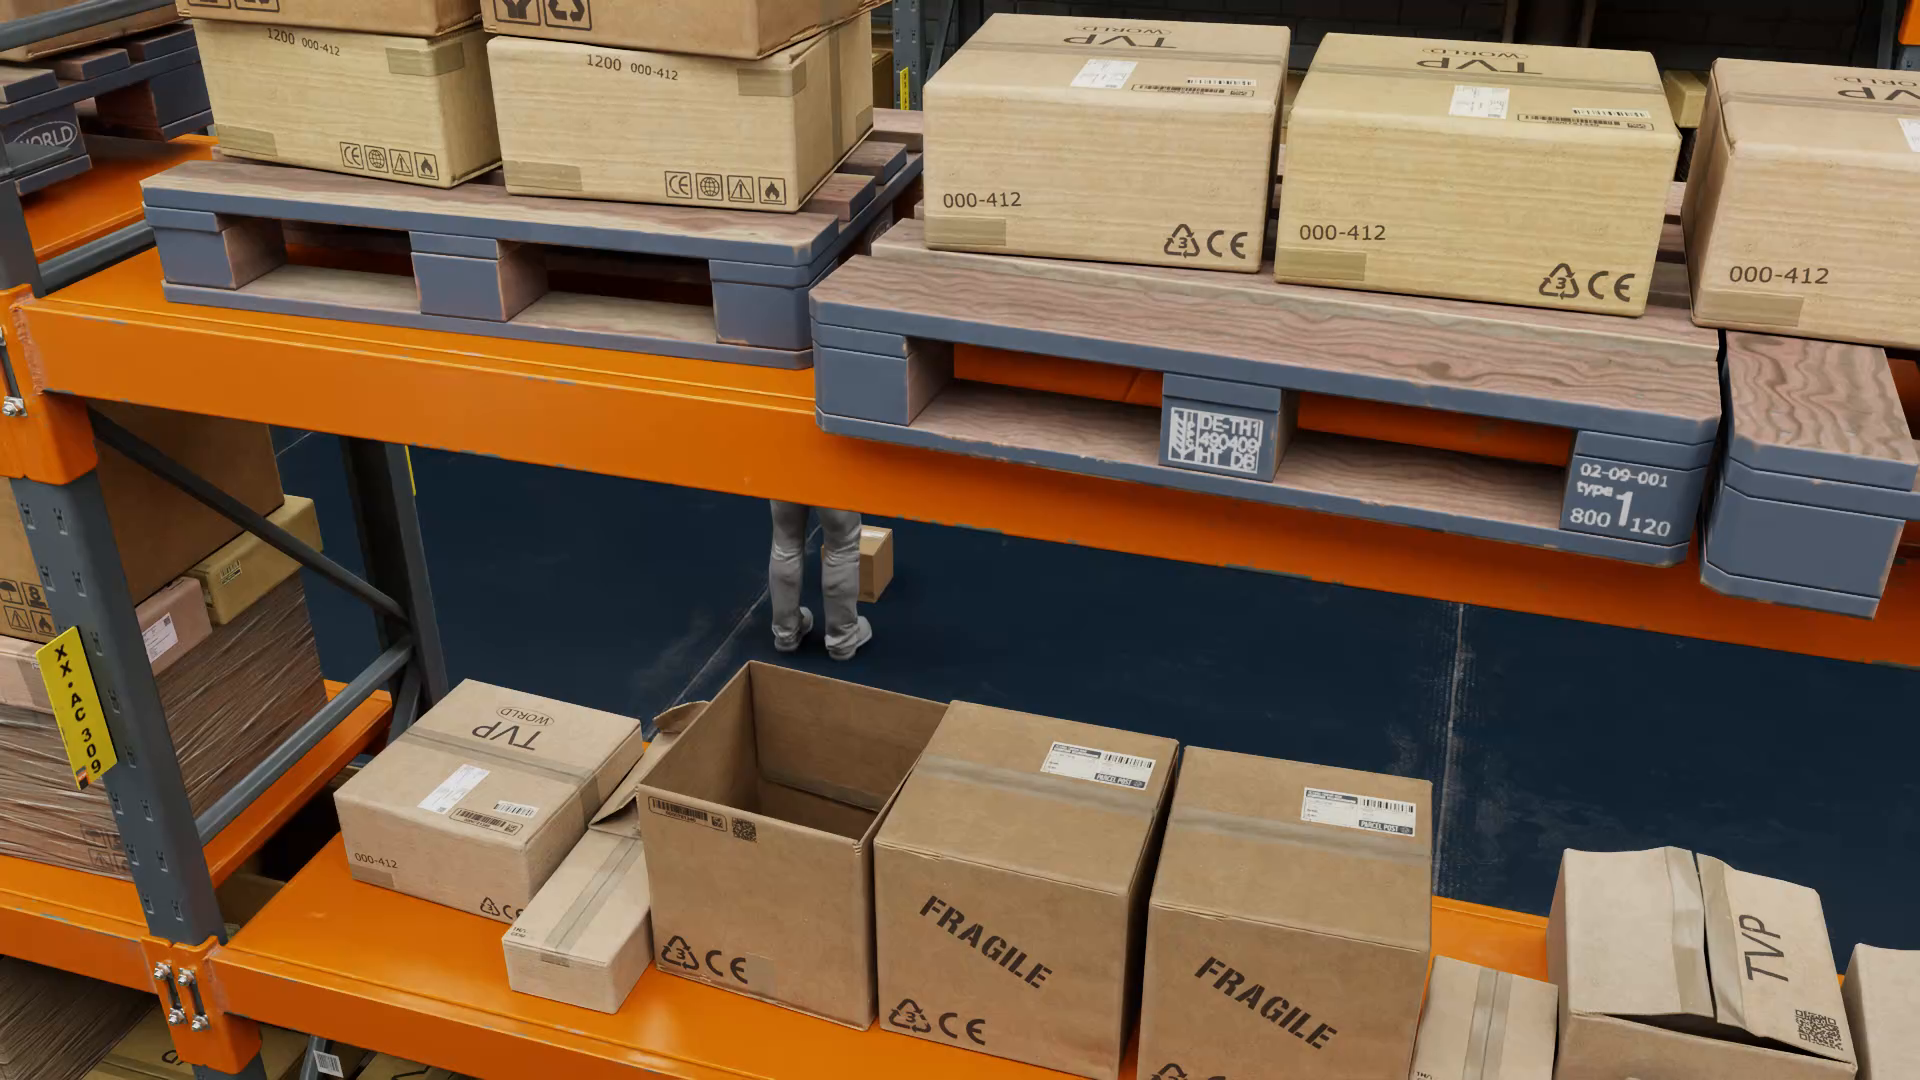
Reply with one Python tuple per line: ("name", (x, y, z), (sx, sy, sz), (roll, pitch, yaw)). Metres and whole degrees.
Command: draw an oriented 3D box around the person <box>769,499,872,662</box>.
("person", (-0.624, -0.333, 6.708), (0.568, 1.759, 0.368), (9, 30, 16))
